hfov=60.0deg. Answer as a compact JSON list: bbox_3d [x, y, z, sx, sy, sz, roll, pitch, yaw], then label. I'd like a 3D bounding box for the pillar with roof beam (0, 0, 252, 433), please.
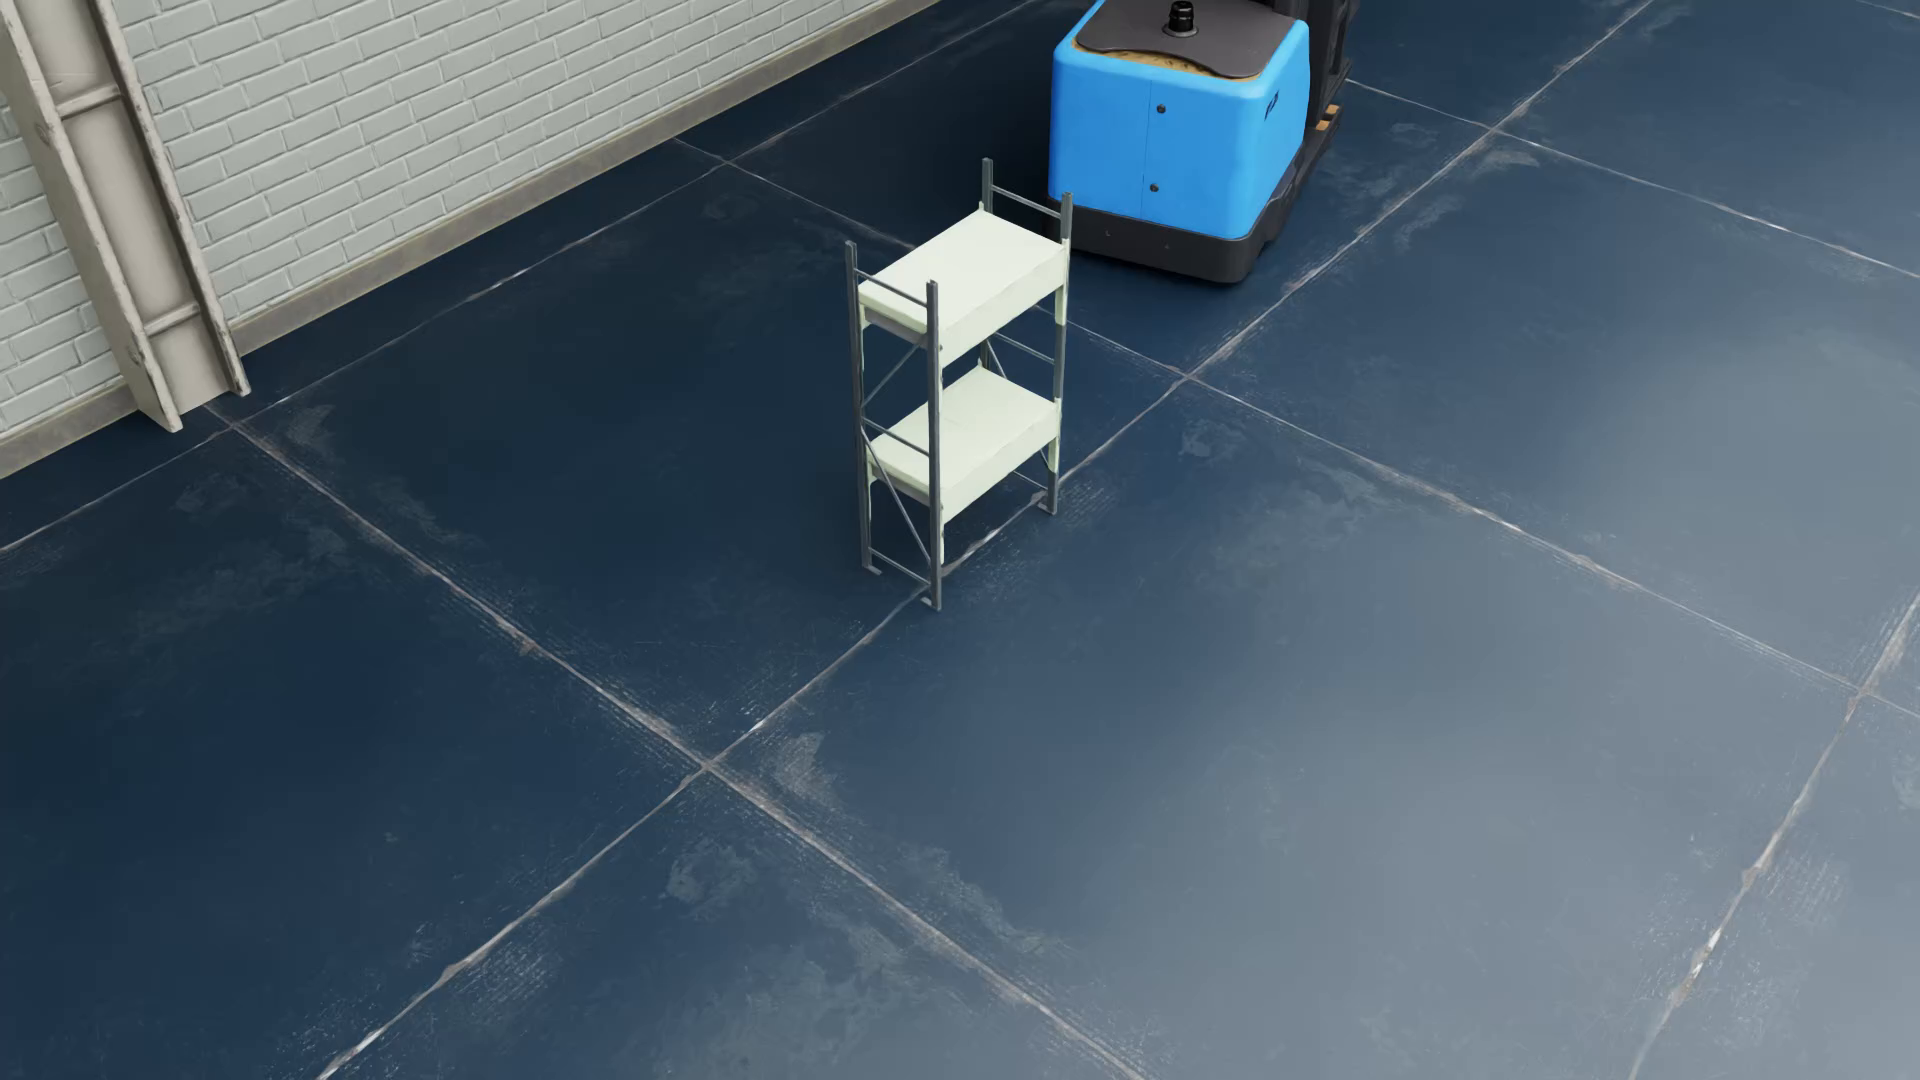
[{"bbox_3d":[-0.136,-2.099,2.370,9.100,9.000,0.400,29,50,28],"label":"pillar with roof beam"}]

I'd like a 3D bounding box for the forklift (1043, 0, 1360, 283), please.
[{"bbox_3d":[1.474,-3.316,8.219,1.130,2.935,3.031,17,45,17],"label":"forklift"}]

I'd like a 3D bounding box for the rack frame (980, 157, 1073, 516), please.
[{"bbox_3d":[0.240,-0.747,6.457,0.400,1.500,0.023,29,50,28],"label":"rack frame"}]

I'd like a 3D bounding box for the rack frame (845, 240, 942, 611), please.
[{"bbox_3d":[-0.231,-0.370,6.042,0.400,1.500,0.023,29,50,28],"label":"rack frame"}]

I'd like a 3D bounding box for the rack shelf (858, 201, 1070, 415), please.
[{"bbox_3d":[0.004,-0.847,5.987,0.431,0.370,0.720,29,50,28],"label":"rack shelf"}]

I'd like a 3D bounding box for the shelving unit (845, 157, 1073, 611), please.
[{"bbox_3d":[0.004,-0.558,6.249,0.431,1.500,0.755,29,50,28],"label":"shelving unit"}]

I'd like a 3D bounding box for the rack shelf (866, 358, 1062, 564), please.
[{"bbox_3d":[0.004,-0.317,6.469,0.431,0.370,0.720,29,50,28],"label":"rack shelf"}]
